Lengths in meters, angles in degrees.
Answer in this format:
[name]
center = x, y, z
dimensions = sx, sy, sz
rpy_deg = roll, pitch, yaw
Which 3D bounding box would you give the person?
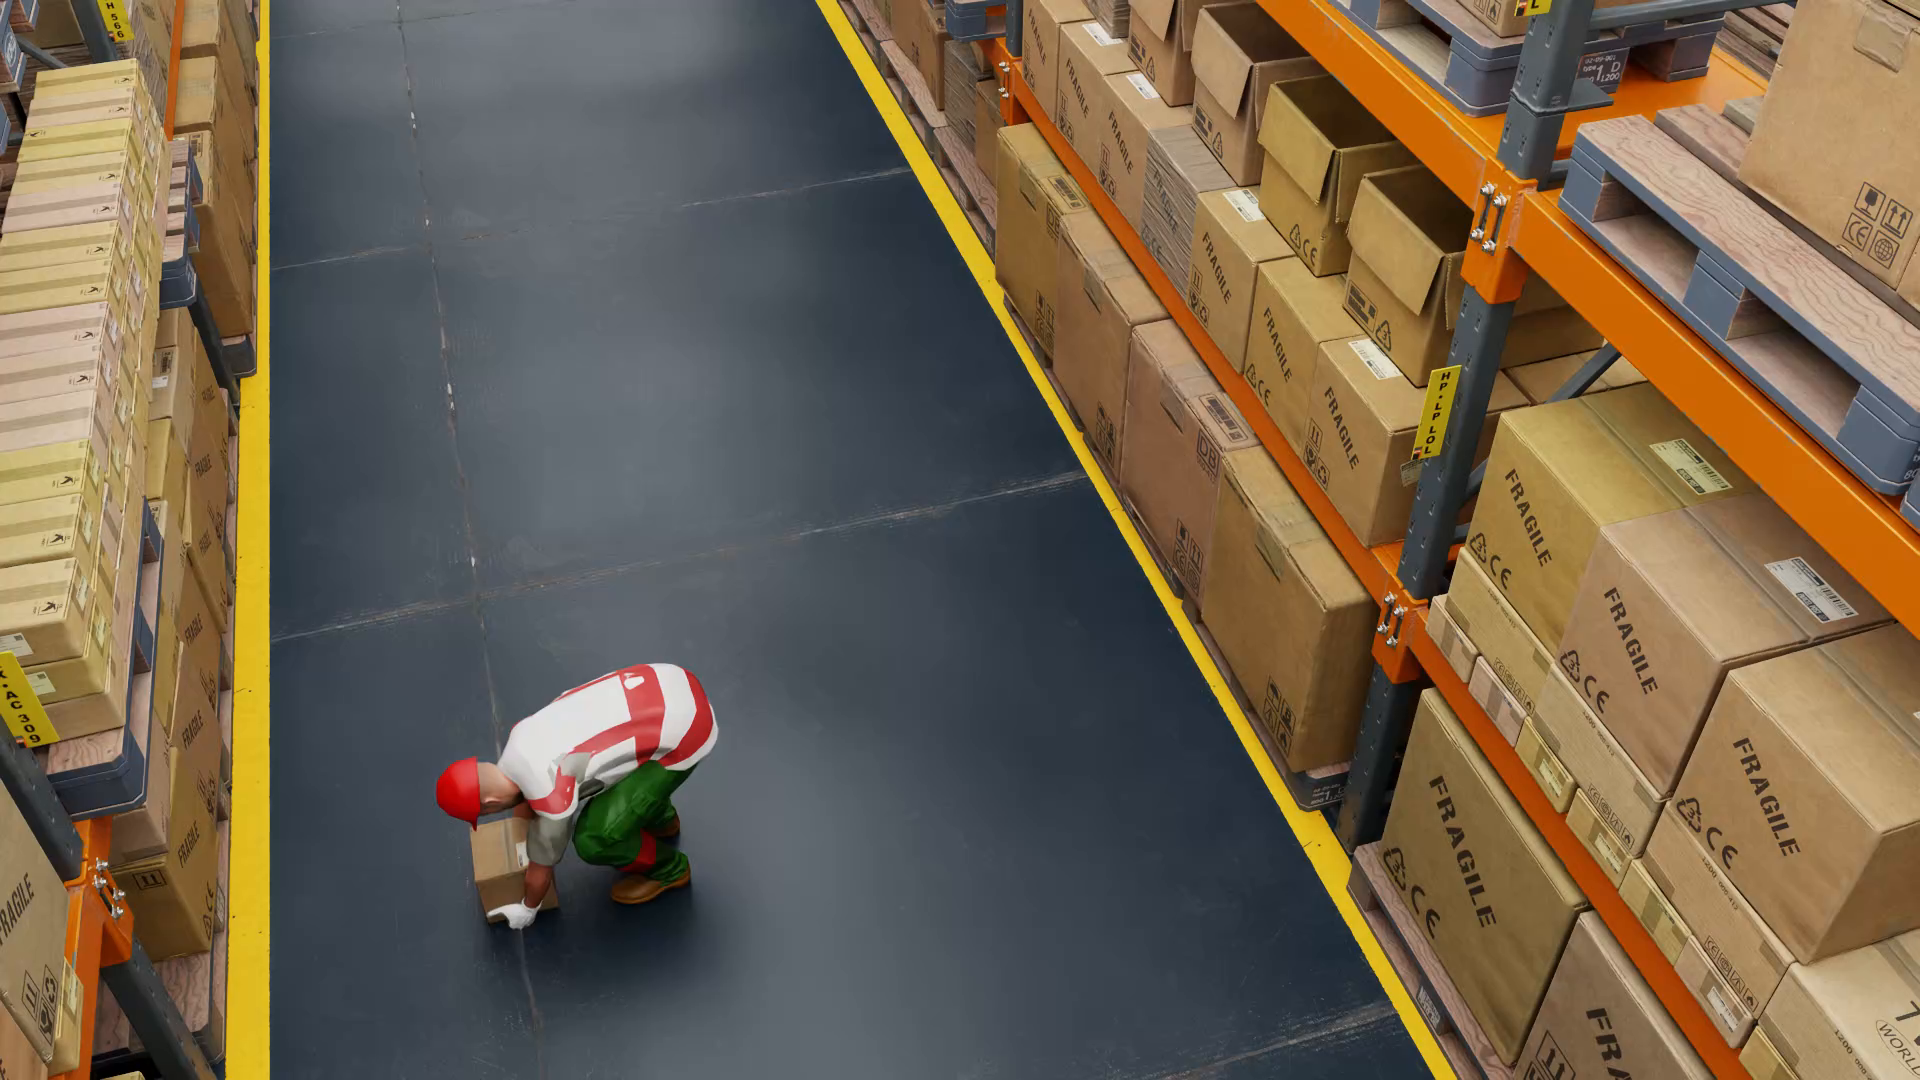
[person]
center = -1.307, 0.899, 5.828
dimensions = 0.959, 0.905, 0.536
rpy_deg = -13, 44, -15
